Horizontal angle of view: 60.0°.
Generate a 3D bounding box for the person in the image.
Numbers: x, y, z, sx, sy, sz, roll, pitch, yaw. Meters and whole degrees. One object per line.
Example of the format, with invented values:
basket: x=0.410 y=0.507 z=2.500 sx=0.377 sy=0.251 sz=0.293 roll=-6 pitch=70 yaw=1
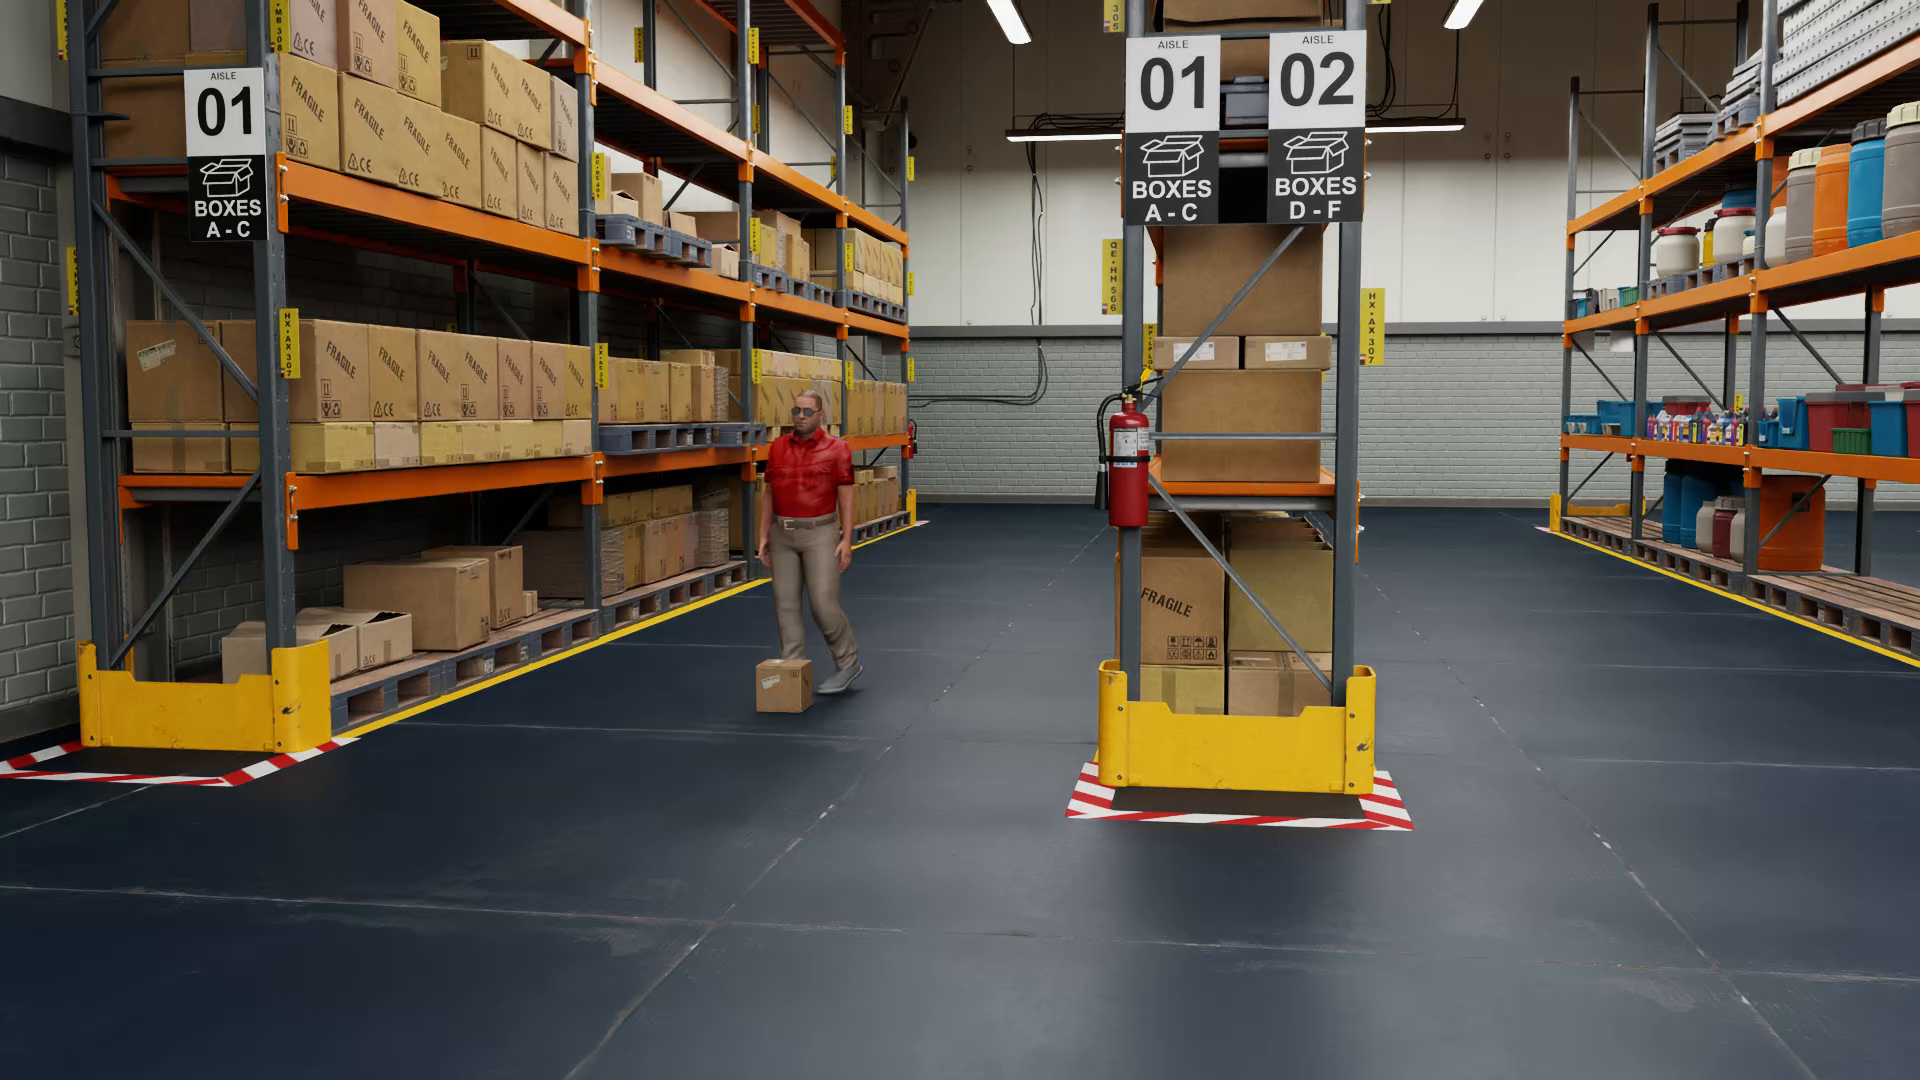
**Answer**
person: x=-0.860 y=0.028 z=9.487 sx=0.532 sy=1.719 sz=0.357 roll=1 pitch=4 yaw=10
